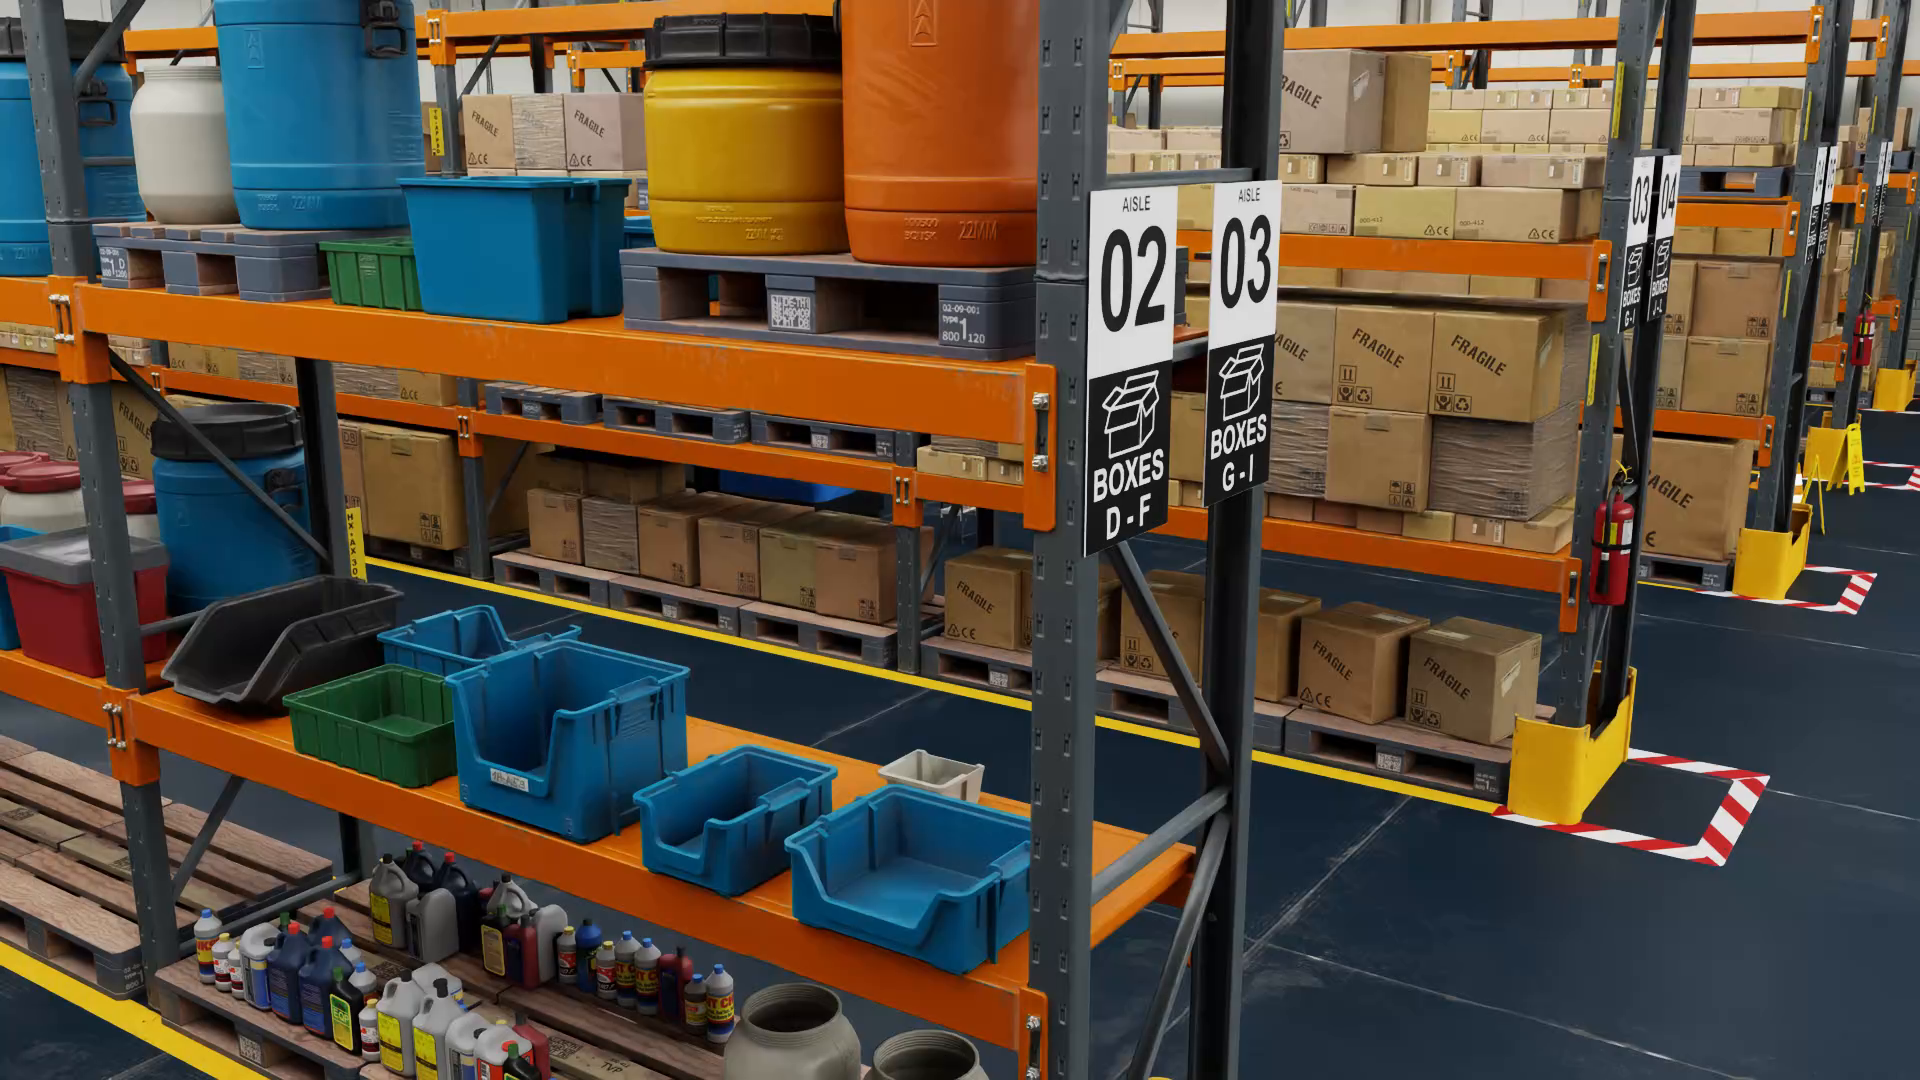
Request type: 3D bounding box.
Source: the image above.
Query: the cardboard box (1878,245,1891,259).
[{"bbox_3d":[11.108,-3.499,20.156,0.250,0.149,0.380,9,17,34],"label":"cardboard box"}]

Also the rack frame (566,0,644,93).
[{"bbox_3d":[-3.851,-5.675,18.022,0.127,3.000,1.000,9,17,33],"label":"rack frame"}]

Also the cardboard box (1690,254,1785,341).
[{"bbox_3d":[5.820,-1.808,12.326,0.550,0.550,0.875,9,17,33],"label":"cardboard box"}]

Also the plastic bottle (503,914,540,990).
[{"bbox_3d":[-1.633,1.520,6.180,0.133,0.283,0.061,9,17,33],"label":"plastic bottle"}]

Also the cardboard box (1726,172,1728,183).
[{"bbox_3d":[7.501,-3.621,16.489,0.250,0.149,0.380,9,17,32],"label":"cardboard box"}]

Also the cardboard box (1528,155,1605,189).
[{"bbox_3d":[2.850,-1.730,7.810,0.250,0.149,0.380,9,17,33],"label":"cardboard box"}]

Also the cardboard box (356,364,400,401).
[{"bbox_3d":[-4.342,-1.385,12.966,0.500,0.500,0.500,9,17,32],"label":"cardboard box"}]

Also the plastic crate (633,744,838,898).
[{"bbox_3d":[-0.628,0.786,4.717,0.408,0.251,0.499,9,17,33],"label":"plastic crate"}]

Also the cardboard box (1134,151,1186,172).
[{"bbox_3d":[1.136,-2.019,8.978,0.250,0.149,0.380,9,16,32],"label":"cardboard box"}]

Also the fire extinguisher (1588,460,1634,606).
[{"bbox_3d":[3.092,-0.034,7.878,0.183,0.674,0.296,9,17,33],"label":"fire extinguisher"}]

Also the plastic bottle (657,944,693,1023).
[{"bbox_3d":[-1.018,1.575,5.956,0.133,0.283,0.061,10,17,34],"label":"plastic bottle"}]

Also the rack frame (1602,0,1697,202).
[{"bbox_3d":[3.255,-3.091,7.581,0.127,3.000,1.000,9,17,33],"label":"rack frame"}]

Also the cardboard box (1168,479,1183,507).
[{"bbox_3d":[1.198,-0.306,9.338,0.250,0.149,0.380,9,17,33],"label":"cardboard box"}]

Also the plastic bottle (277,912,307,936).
[{"bbox_3d":[-2.467,1.524,6.160,0.133,0.283,0.061,9,17,33],"label":"plastic bottle"}]

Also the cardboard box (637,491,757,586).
[{"bbox_3d":[-1.875,-0.019,11.945,0.500,0.500,0.700,11,18,37],"label":"cardboard box"}]

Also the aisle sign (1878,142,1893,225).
[{"bbox_3d":[9.010,-3.470,16.188,0.004,0.787,0.394,9,17,33],"label":"aisle sign"}]

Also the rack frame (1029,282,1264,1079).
[{"bbox_3d":[0.490,0.809,4.312,0.127,3.000,1.000,9,17,33],"label":"rack frame"}]

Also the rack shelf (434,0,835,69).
[{"bbox_3d":[-1.724,-3.352,10.966,4.000,0.370,1.077,9,17,33],"label":"rack shelf"}]

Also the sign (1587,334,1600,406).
[{"bbox_3d":[2.928,-0.786,7.688,0.005,0.325,0.100,9,17,33],"label":"sign"}]

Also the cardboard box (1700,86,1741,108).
[{"bbox_3d":[5.431,-3.139,11.799,0.250,0.149,0.380,9,17,33],"label":"cardboard box"}]

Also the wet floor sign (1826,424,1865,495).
[{"bbox_3d":[8.346,-0.773,15.602,0.267,0.644,0.232,-10,17,-35],"label":"wet floor sign"}]

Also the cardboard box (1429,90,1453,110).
[{"bbox_3d":[3.747,-3.411,12.899,0.250,0.149,0.380,9,17,33],"label":"cardboard box"}]

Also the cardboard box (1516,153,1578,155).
[{"bbox_3d":[2.994,-1.892,8.465,0.250,0.149,0.380,10,17,34],"label":"cardboard box"}]

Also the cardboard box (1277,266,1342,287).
[{"bbox_3d":[3.074,-2.231,14.034,0.550,0.550,0.875,9,17,33],"label":"cardboard box"}]

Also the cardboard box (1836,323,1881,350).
[{"bbox_3d":[10.996,-2.499,20.442,0.500,0.250,0.500,10,17,35],"label":"cardboard box"}]

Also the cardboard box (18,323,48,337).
[{"bbox_3d":[-8.488,-2.072,15.645,0.500,0.250,0.500,9,16,32],"label":"cardboard box"}]

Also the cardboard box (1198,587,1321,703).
[{"bbox_3d":[1.722,0.583,9.554,0.500,0.500,0.500,11,18,38],"label":"cardboard box"}]

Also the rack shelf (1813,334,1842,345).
[{"bbox_3d":[7.126,-2.168,17.430,3.809,0.124,0.919,9,17,33],"label":"rack shelf"}]

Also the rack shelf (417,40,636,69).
[{"bbox_3d":[-5.510,-5.593,19.192,4.000,0.370,1.077,9,17,33],"label":"rack shelf"}]

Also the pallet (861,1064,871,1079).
[{"bbox_3d":[-0.270,2.052,5.095,1.213,0.211,1.003,9,17,33],"label":"pallet"}]

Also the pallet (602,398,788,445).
[{"bbox_3d":[-1.718,-0.901,11.619,1.213,0.211,1.003,9,17,33],"label":"pallet"}]

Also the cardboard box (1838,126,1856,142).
[{"bbox_3d":[8.340,-3.862,15.803,0.250,0.149,0.380,9,17,33],"label":"cardboard box"}]

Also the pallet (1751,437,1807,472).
[{"bbox_3d":[8.068,-0.927,17.129,1.213,0.211,1.003,9,17,33],"label":"pallet"}]

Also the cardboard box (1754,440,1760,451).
[{"bbox_3d":[7.945,-1.082,16.798,0.500,0.250,0.500,9,17,33],"label":"cardboard box"}]

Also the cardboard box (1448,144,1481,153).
[{"bbox_3d":[3.958,-2.990,12.857,0.250,0.149,0.380,9,17,33],"label":"cardboard box"}]

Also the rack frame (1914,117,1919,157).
[{"bbox_3d":[11.553,-6.057,19.563,0.127,3.000,1.000,9,17,33],"label":"rack frame"}]

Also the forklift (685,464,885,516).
[{"bbox_3d":[-3.997,-0.989,11.718,3.193,2.935,8.118,8,16,29],"label":"forklift"}]

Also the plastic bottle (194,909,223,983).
[{"bbox_3d":[-2.809,1.514,6.229,0.097,0.271,0.097,0,14,0],"label":"plastic bottle"}]

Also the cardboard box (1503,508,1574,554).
[{"bbox_3d":[2.903,-0.054,8.320,0.250,0.149,0.380,9,17,33],"label":"cardboard box"}]

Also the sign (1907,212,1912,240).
[{"bbox_3d":[11.238,-3.715,19.687,0.005,0.325,0.100,9,17,33],"label":"sign"}]

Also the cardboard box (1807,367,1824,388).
[{"bbox_3d":[10.579,-2.082,20.841,0.500,0.250,0.500,9,17,33],"label":"cardboard box"}]

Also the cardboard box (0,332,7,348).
[{"bbox_3d":[-9.058,-1.951,15.987,0.250,0.149,0.380,9,16,32],"label":"cardboard box"}]

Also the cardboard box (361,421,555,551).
[{"bbox_3d":[-3.945,-0.520,13.231,0.875,0.875,1.225,8,16,30],"label":"cardboard box"}]

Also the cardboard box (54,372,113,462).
[{"bbox_3d":[-7.953,-1.185,15.917,0.875,0.875,0.875,9,17,33],"label":"cardboard box"}]

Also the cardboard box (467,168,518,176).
[{"bbox_3d":[-3.136,-2.521,11.834,0.500,0.250,0.500,10,17,34],"label":"cardboard box"}]

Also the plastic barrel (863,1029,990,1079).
[{"bbox_3d":[-0.098,1.740,4.856,0.421,0.512,0.421,0,14,0],"label":"plastic barrel"}]

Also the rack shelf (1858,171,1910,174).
[{"bbox_3d":[9.893,-4.649,21.061,3.809,0.052,0.919,9,17,33],"label":"rack shelf"}]

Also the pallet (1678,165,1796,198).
[{"bbox_3d":[5.485,-2.664,12.286,1.213,0.211,1.003,9,17,33],"label":"pallet"}]

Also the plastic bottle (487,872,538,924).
[{"bbox_3d":[-1.706,1.443,6.349,0.185,0.351,0.144,9,17,32],"label":"plastic bottle"}]

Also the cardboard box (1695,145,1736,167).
[{"bbox_3d":[5.433,-2.751,11.894,0.250,0.149,0.380,9,17,33],"label":"cardboard box"}]

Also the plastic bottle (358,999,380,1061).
[{"bbox_3d":[-2.012,1.676,5.717,0.097,0.201,0.097,0,14,0],"label":"plastic bottle"}]

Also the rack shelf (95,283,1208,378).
[{"bbox_3d":[-1.169,-0.661,5.098,3.809,0.124,0.919,9,17,33],"label":"rack shelf"}]

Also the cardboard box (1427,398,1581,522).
[{"bbox_3d":[2.813,-0.451,8.574,0.500,0.500,0.875,9,17,33],"label":"cardboard box"}]

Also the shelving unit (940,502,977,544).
[{"bbox_3d":[5.694,-2.375,16.771,5.845,3.194,12.311,9,17,33],"label":"shelving unit"}]

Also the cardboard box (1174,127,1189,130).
[{"bbox_3d":[3.387,-6.100,24.843,0.250,0.149,0.380,9,17,33],"label":"cardboard box"}]

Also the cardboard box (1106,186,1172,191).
[{"bbox_3d":[1.014,-1.848,9.116,0.500,0.250,0.500,8,16,31],"label":"cardboard box"}]

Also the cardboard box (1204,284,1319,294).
[{"bbox_3d":[1.705,-1.186,9.463,0.500,0.500,0.500,9,17,33],"label":"cardboard box"}]

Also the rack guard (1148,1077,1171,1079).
[{"bbox_3d":[0.401,2.022,4.616,0.348,0.500,1.175,9,17,33],"label":"rack guard"}]
